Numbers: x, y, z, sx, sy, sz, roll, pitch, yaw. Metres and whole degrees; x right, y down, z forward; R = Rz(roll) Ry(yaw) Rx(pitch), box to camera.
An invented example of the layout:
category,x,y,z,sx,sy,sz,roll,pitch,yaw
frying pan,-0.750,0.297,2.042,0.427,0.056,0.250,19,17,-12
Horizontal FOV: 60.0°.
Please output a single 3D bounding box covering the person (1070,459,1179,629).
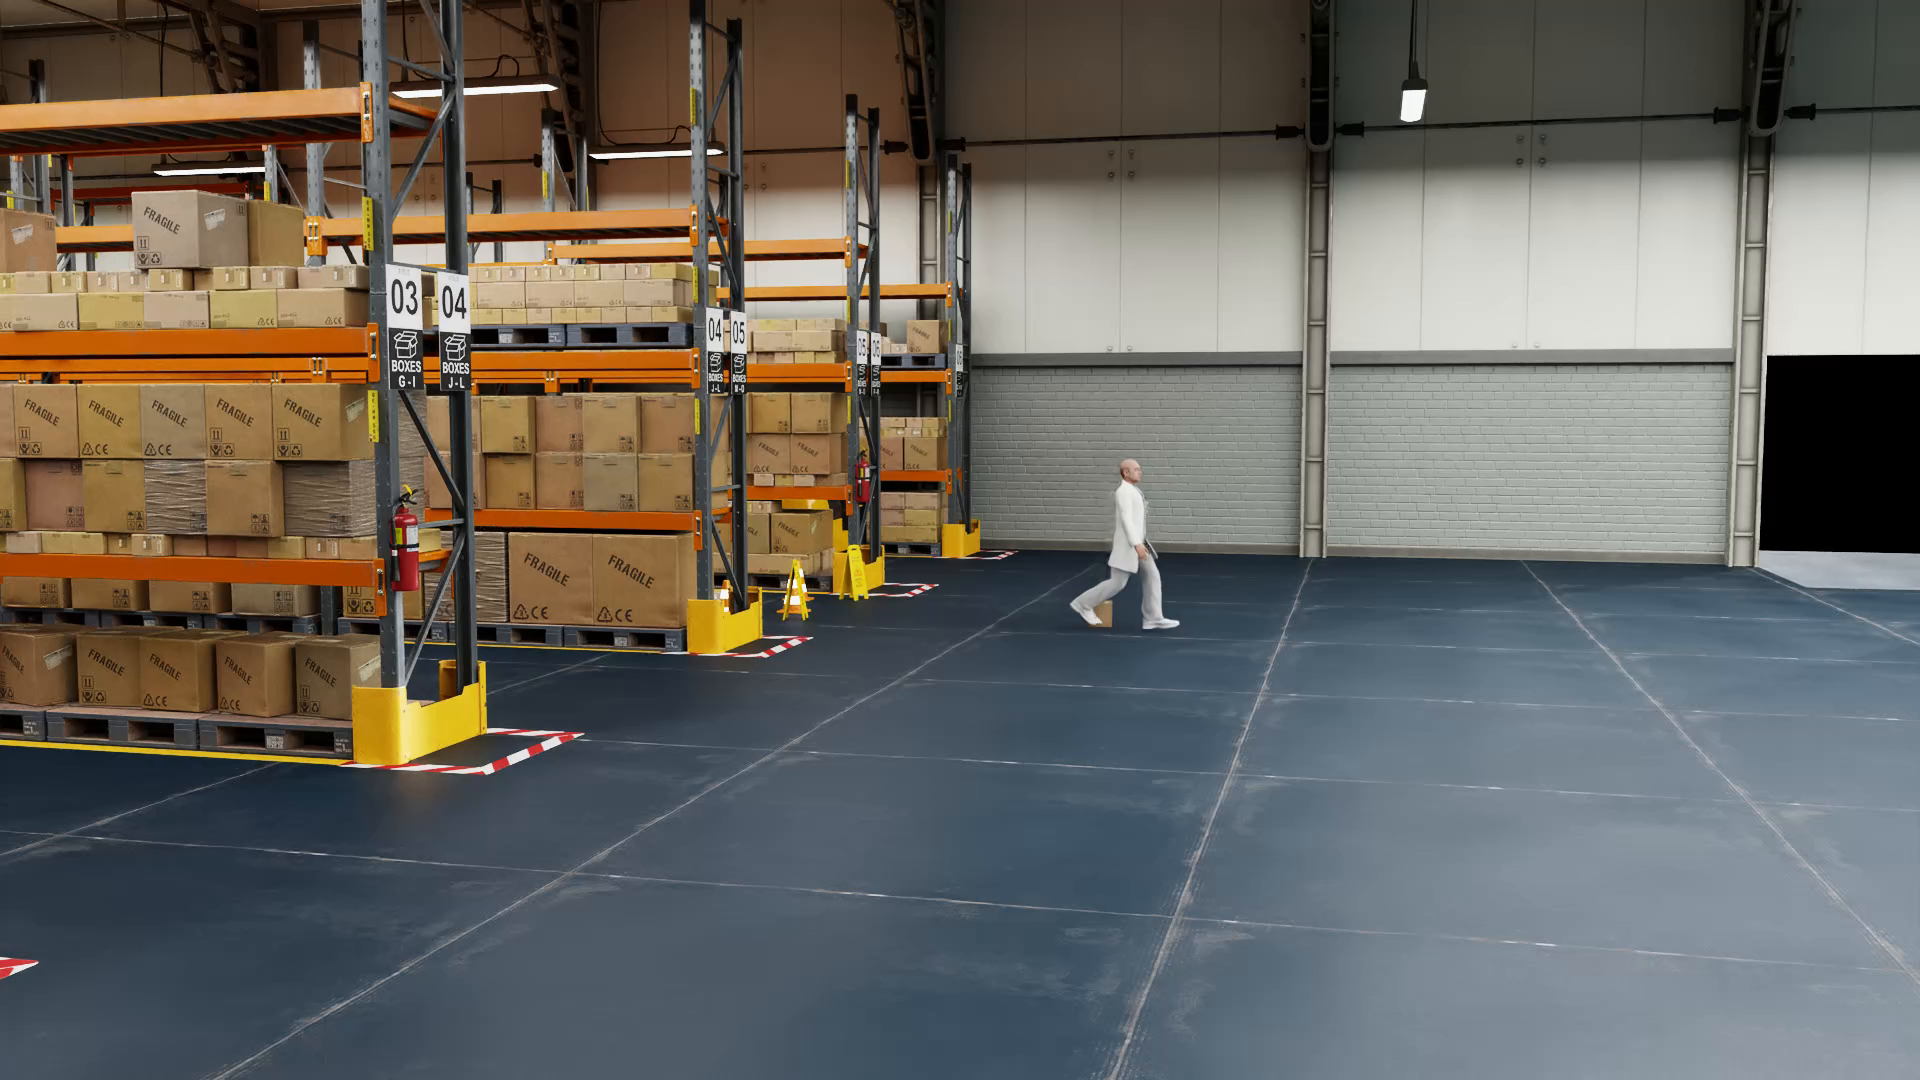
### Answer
category,x,y,z,sx,sy,sz,roll,pitch,yaw
person,1.678,0.044,16.923,1.096,1.732,0.619,2,5,19
